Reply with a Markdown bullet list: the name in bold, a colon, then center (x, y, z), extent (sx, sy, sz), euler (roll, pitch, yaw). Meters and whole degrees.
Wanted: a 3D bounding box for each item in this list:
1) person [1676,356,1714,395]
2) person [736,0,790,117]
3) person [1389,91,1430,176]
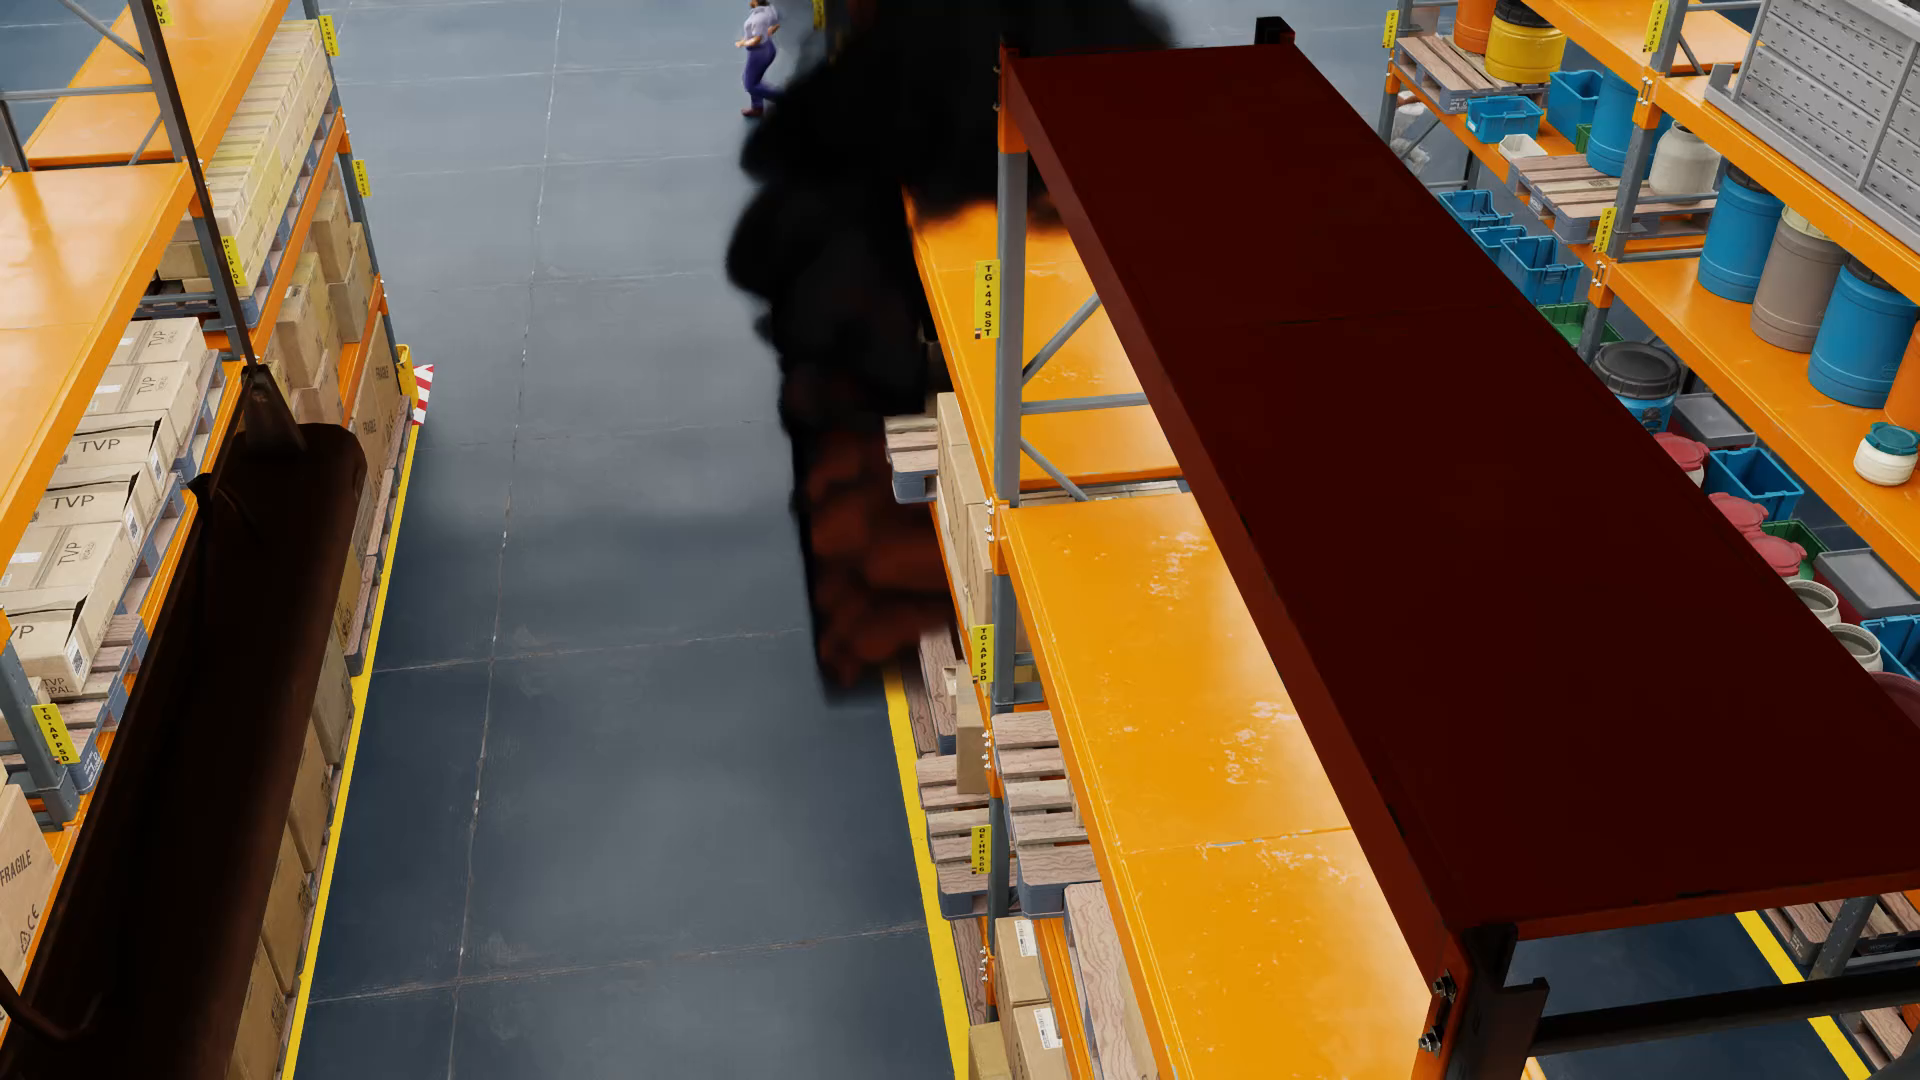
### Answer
- **person**: center (6.090, -1.497, 13.581), extent (0.638, 1.909, 0.747), euler (-4, 36, -5)
- **person**: center (-2.383, -5.865, 20.088), extent (0.669, 1.598, 0.613), euler (9, 37, 13)
- **person**: center (5.057, -4.850, 18.605), extent (0.608, 1.718, 0.697), euler (13, 38, 17)
